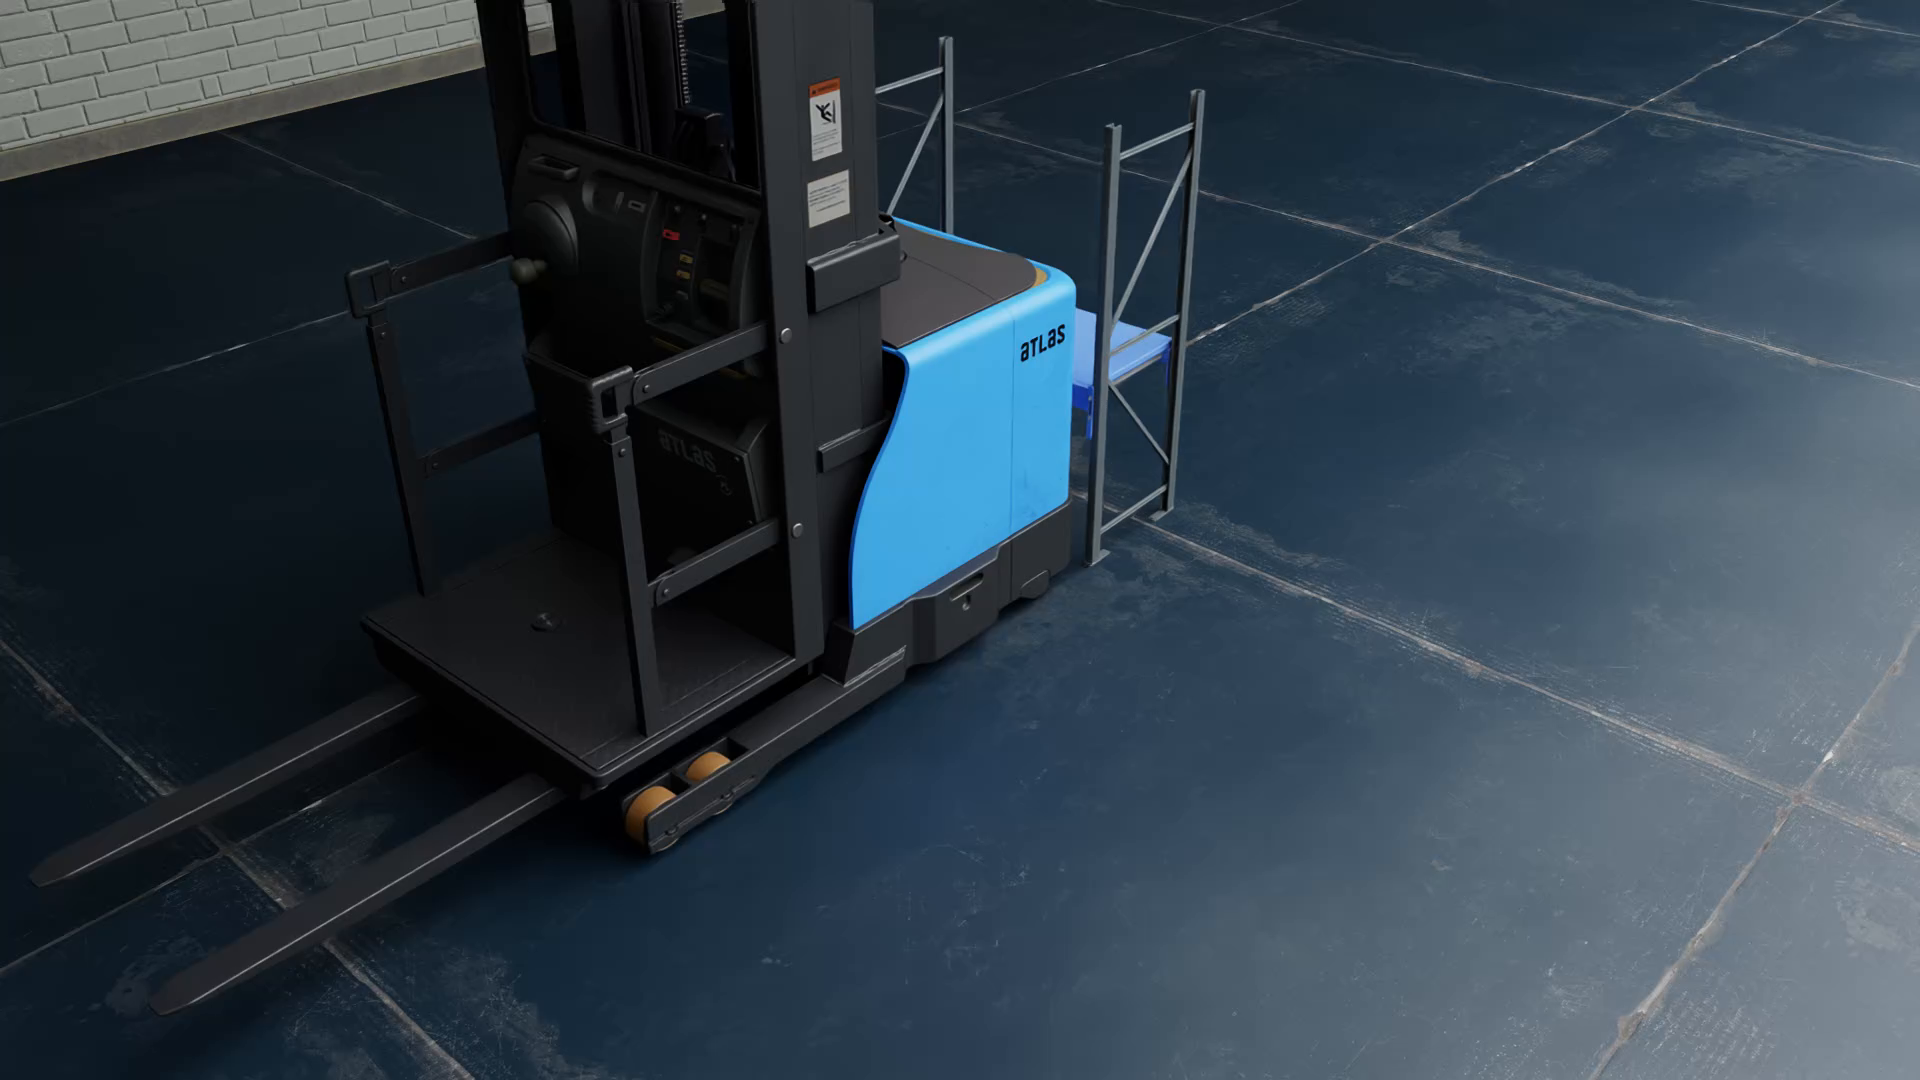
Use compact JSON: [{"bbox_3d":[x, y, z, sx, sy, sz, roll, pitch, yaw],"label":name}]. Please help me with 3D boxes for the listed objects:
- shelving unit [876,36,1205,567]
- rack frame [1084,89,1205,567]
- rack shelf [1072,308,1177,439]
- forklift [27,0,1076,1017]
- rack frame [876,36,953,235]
[{"bbox_3d":[0.198,-0.823,5.663,1.048,1.500,0.538,23,38,33],"label":"shelving unit"},{"bbox_3d":[0.591,-0.656,5.386,0.032,1.500,0.500,23,38,33],"label":"rack frame"},{"bbox_3d":[0.198,-0.669,5.755,1.000,0.185,0.538,23,38,33],"label":"rack shelf"},{"bbox_3d":[-0.985,-0.732,4.124,1.130,2.935,3.031,24,39,34],"label":"forklift"},{"bbox_3d":[-0.195,-0.989,5.939,0.032,1.500,0.500,23,38,33],"label":"rack frame"}]
